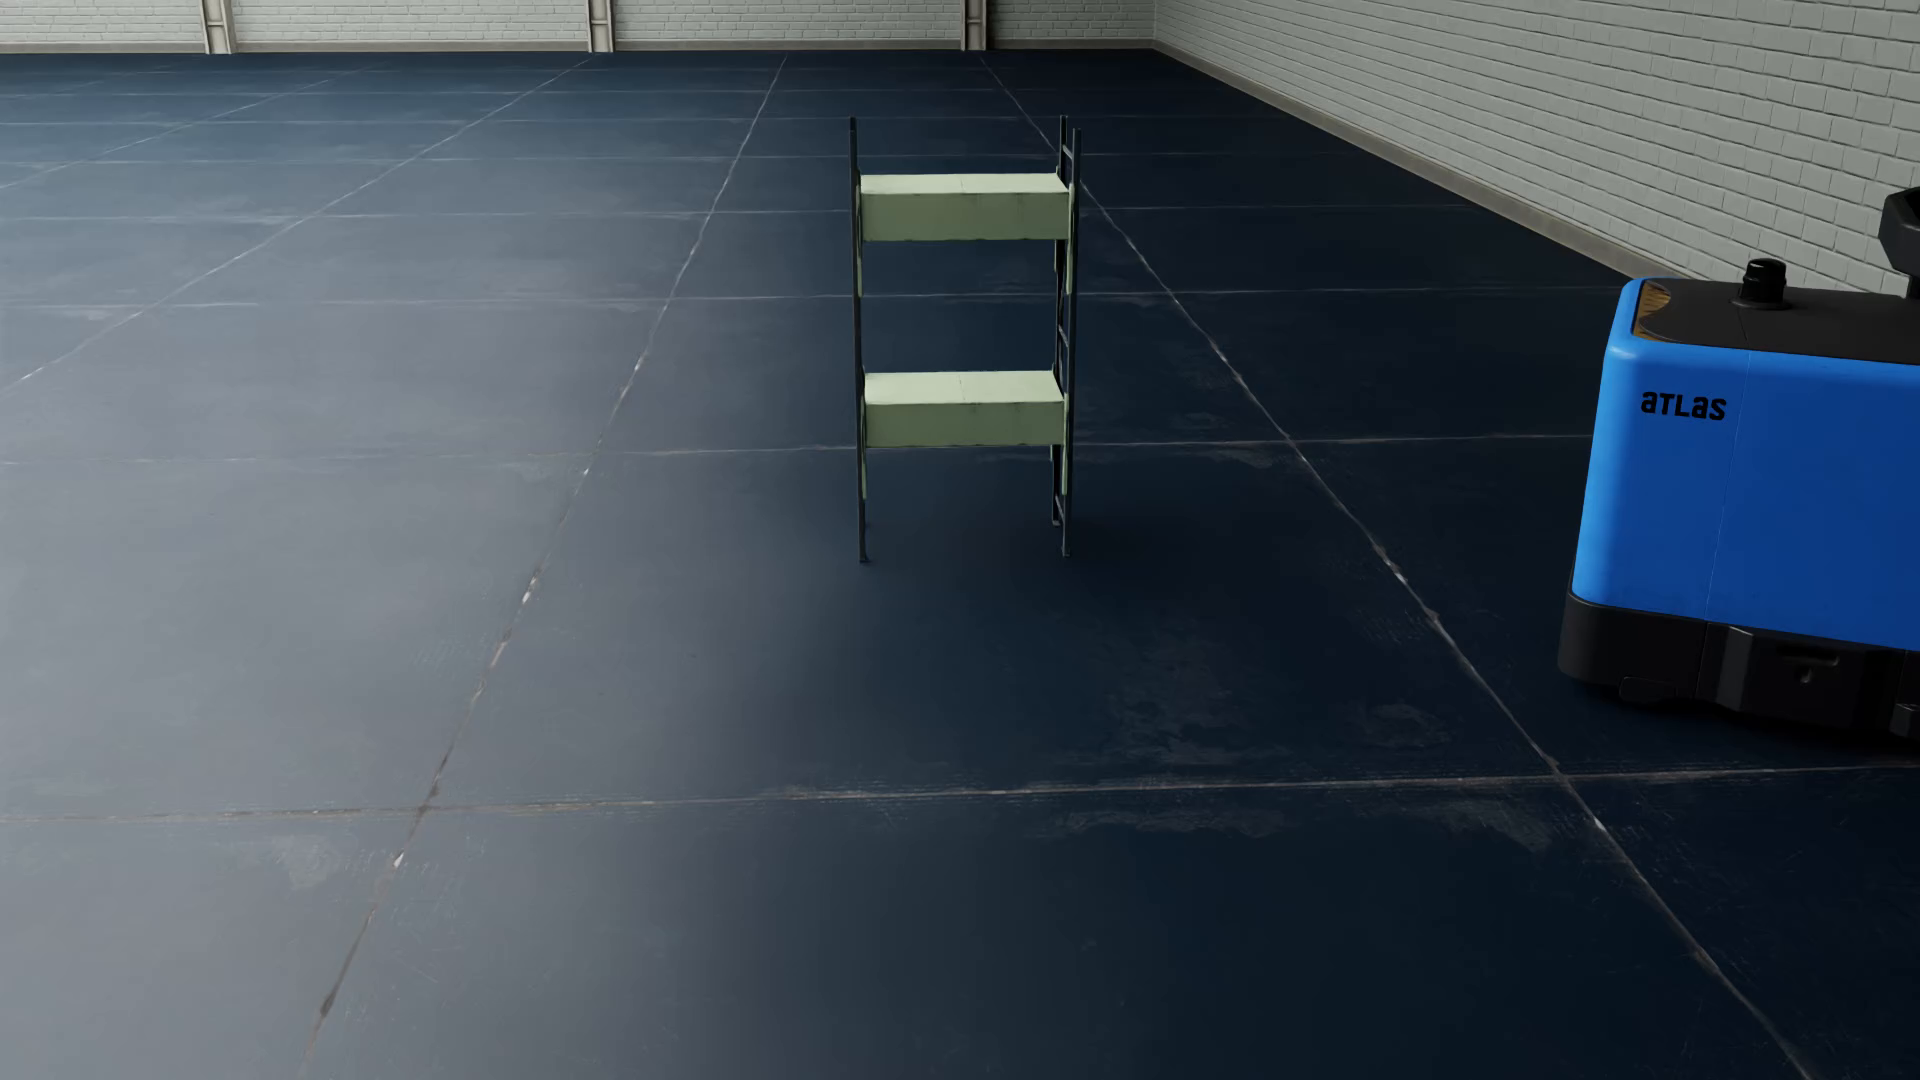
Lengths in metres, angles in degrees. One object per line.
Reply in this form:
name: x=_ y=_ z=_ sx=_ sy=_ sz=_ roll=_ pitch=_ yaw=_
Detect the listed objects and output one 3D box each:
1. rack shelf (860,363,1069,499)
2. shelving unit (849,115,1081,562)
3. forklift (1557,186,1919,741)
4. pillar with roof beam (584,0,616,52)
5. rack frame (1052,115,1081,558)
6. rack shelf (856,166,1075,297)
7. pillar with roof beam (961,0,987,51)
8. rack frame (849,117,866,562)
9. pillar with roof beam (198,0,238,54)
rack shelf: x=0.007 y=-0.396 z=5.970 sx=0.720 sy=0.370 sz=0.431 roll=-1 pitch=21 yaw=-3
shelving unit: x=0.007 y=-0.701 z=5.854 sx=0.755 sy=1.500 sz=0.431 roll=-1 pitch=21 yaw=-3
forklift: x=3.336 y=-0.860 z=4.260 sx=3.031 sy=2.935 sz=1.130 roll=9 pitch=23 yaw=22
pillar with roof beam: x=-5.524 y=-10.559 z=21.207 sx=0.400 sy=9.000 sz=9.100 roll=-1 pitch=21 yaw=-3
rack frame: x=0.372 y=-0.708 z=5.874 sx=0.023 sy=1.500 sz=0.400 roll=-1 pitch=21 yaw=-3
rack shelf: x=0.007 y=-1.066 z=5.716 sx=0.720 sy=0.370 sz=0.431 roll=-1 pitch=21 yaw=-3
pillar with roof beam: x=0.466 y=-10.680 z=21.527 sx=0.400 sy=9.000 sz=9.100 roll=-1 pitch=21 yaw=-3
rack frame: x=-0.359 y=-0.694 z=5.835 sx=0.023 sy=1.500 sz=0.400 roll=-1 pitch=21 yaw=-3
pillar with roof beam: x=-11.515 y=-10.437 z=20.887 sx=0.400 sy=9.000 sz=9.100 roll=-1 pitch=21 yaw=-3
